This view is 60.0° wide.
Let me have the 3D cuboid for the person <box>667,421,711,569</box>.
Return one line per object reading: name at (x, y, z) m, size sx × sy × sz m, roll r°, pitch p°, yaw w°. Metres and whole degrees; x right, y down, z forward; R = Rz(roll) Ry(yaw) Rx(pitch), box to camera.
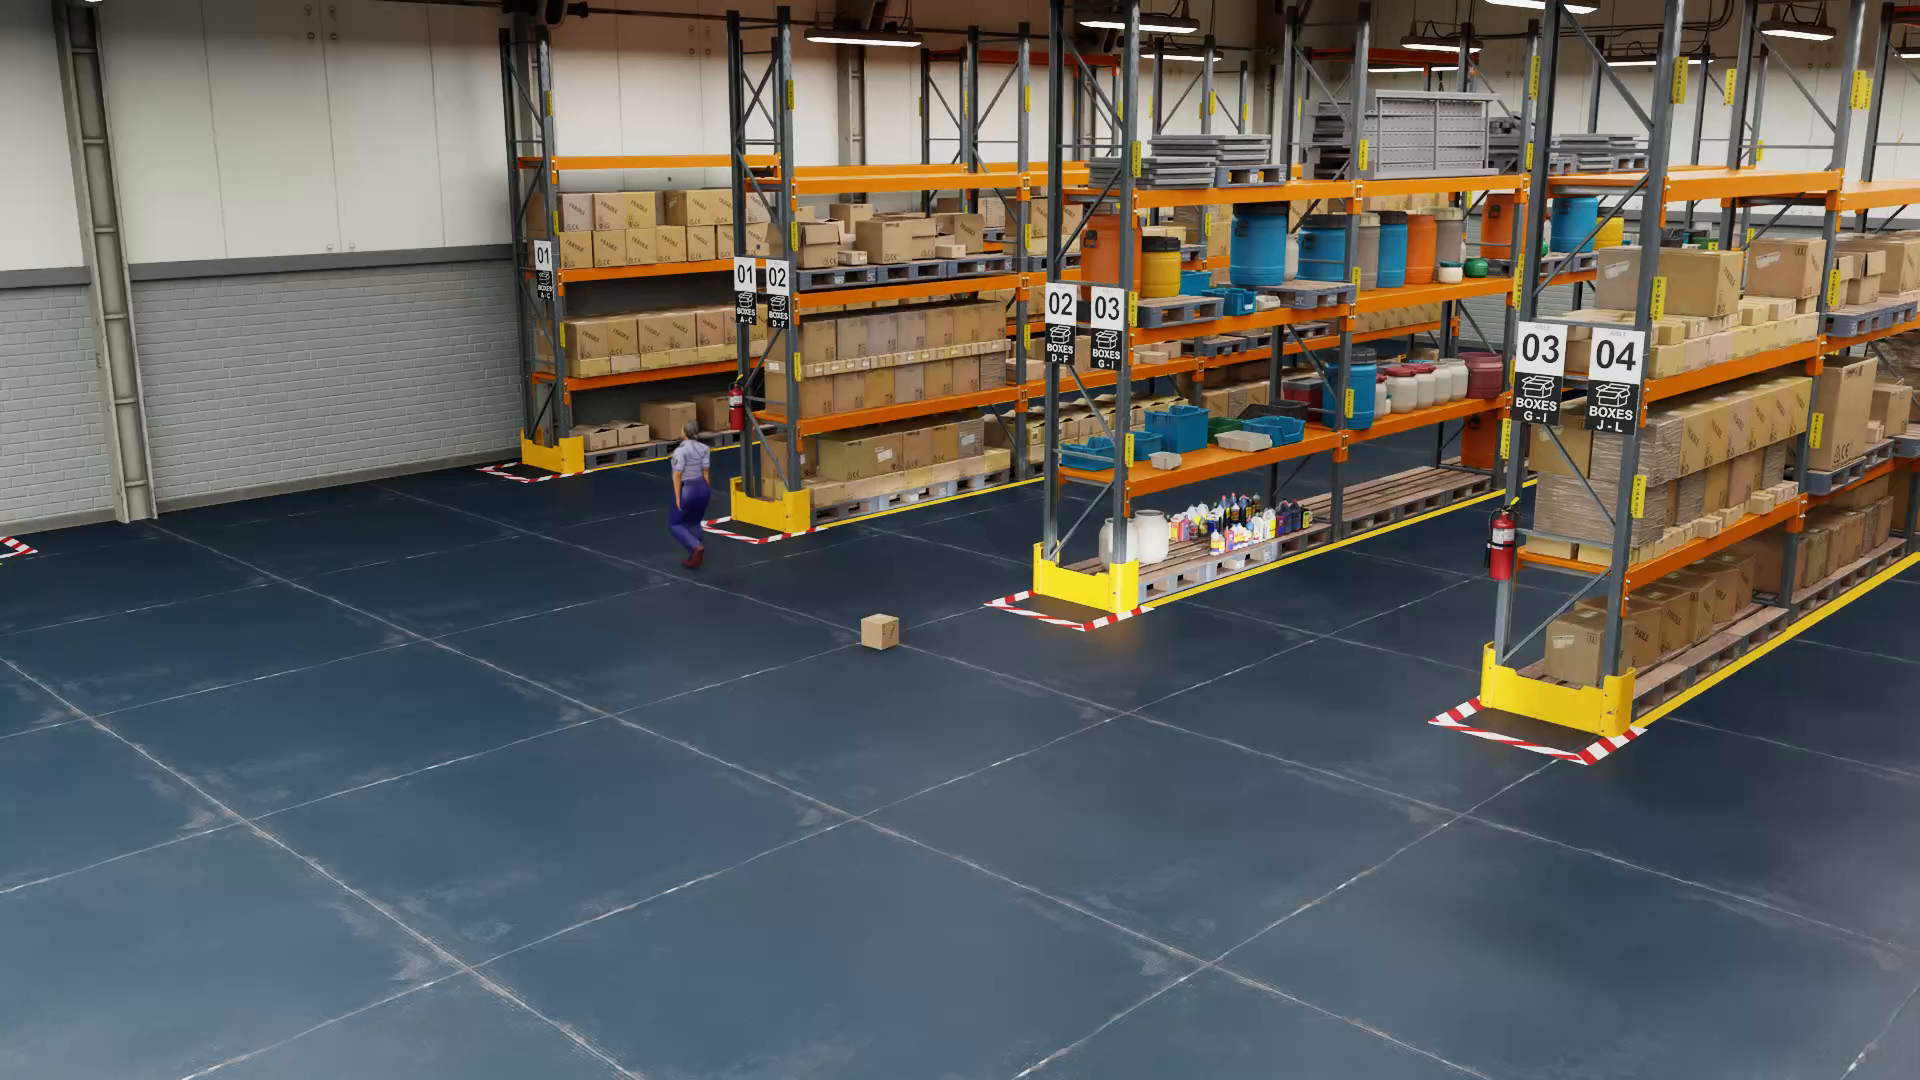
person at (-2.893, -0.474, 17.916) m, size 0.557 × 1.603 × 0.478 m, roll 13°, pitch 19°, yaw 43°
